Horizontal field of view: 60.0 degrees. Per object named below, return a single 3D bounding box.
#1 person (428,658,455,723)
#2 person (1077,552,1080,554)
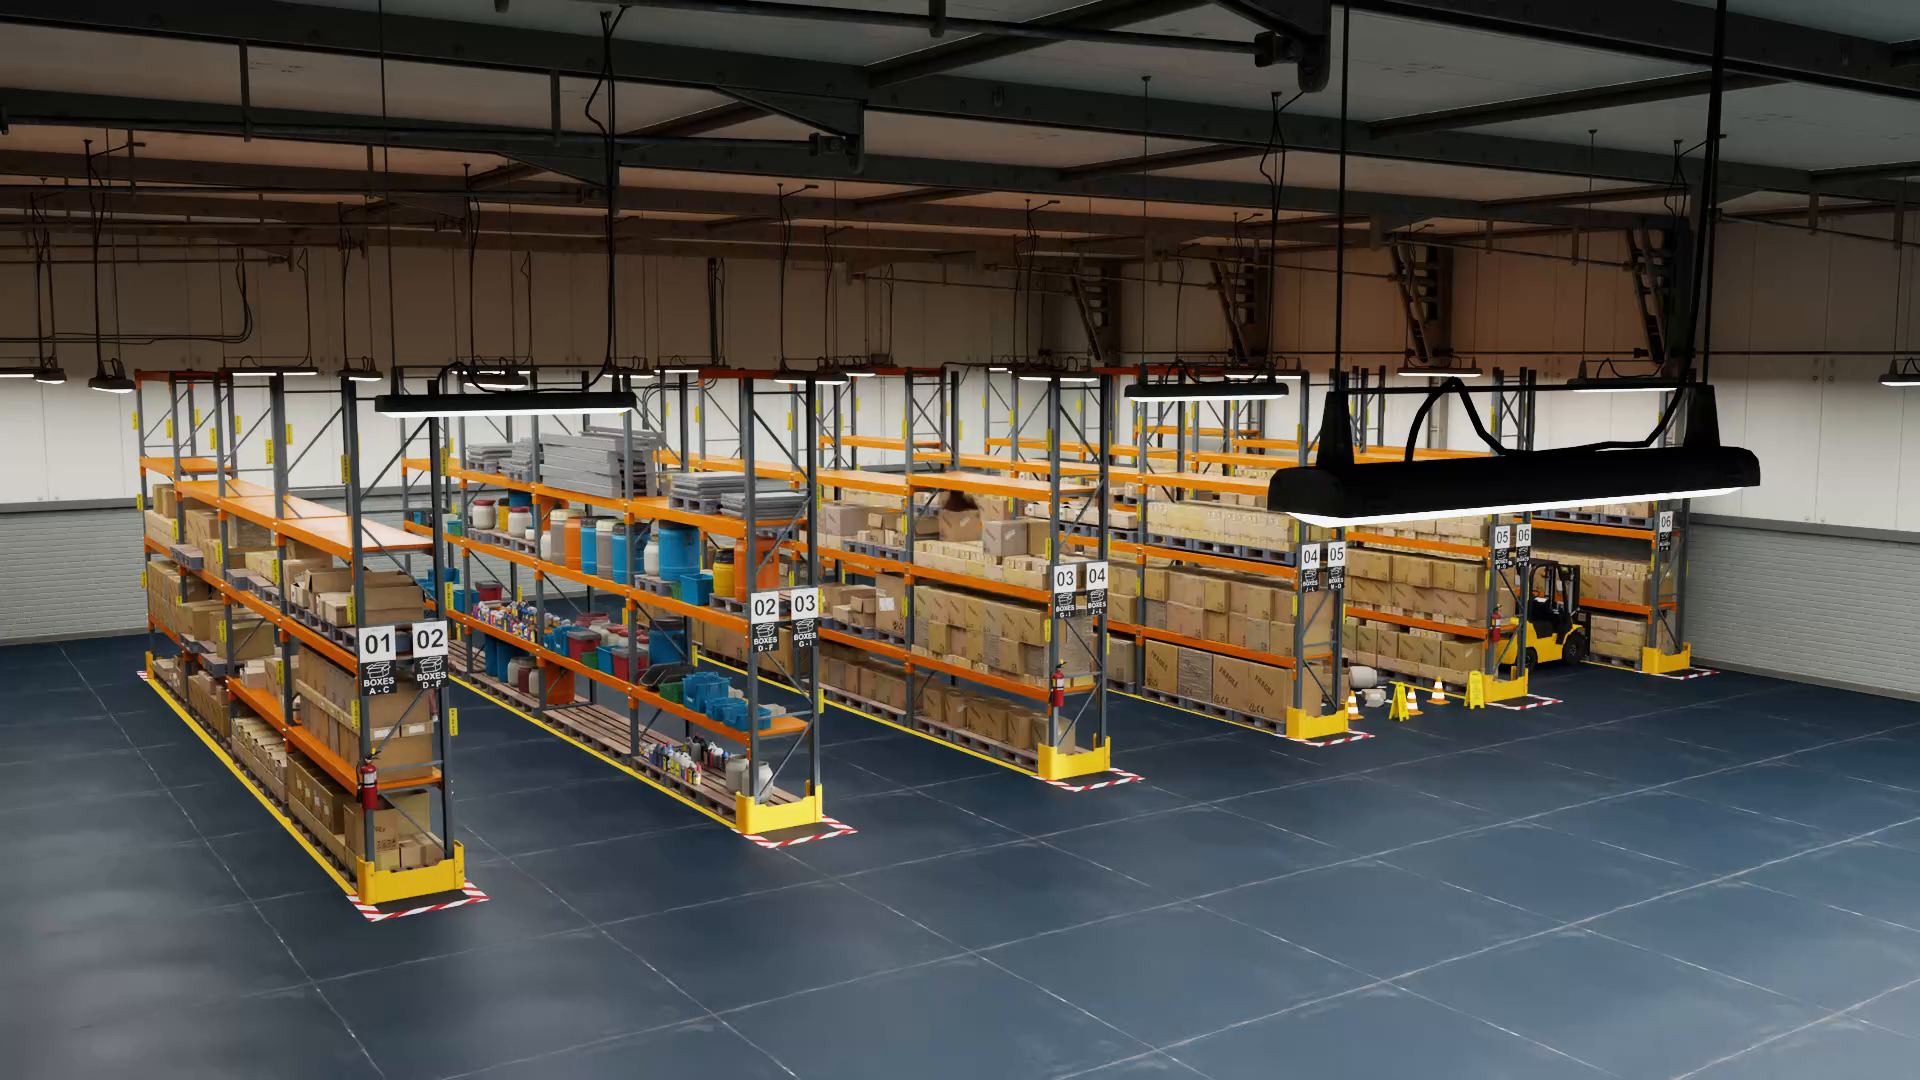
[{"bbox_3d":[-9.145,2.276,28.859,0.621,1.649,0.982,-4,8,-33],"label":"person"},{"bbox_3d":[2.613,1.168,38.048,0.625,1.764,0.570,-4,8,-32],"label":"person"}]
